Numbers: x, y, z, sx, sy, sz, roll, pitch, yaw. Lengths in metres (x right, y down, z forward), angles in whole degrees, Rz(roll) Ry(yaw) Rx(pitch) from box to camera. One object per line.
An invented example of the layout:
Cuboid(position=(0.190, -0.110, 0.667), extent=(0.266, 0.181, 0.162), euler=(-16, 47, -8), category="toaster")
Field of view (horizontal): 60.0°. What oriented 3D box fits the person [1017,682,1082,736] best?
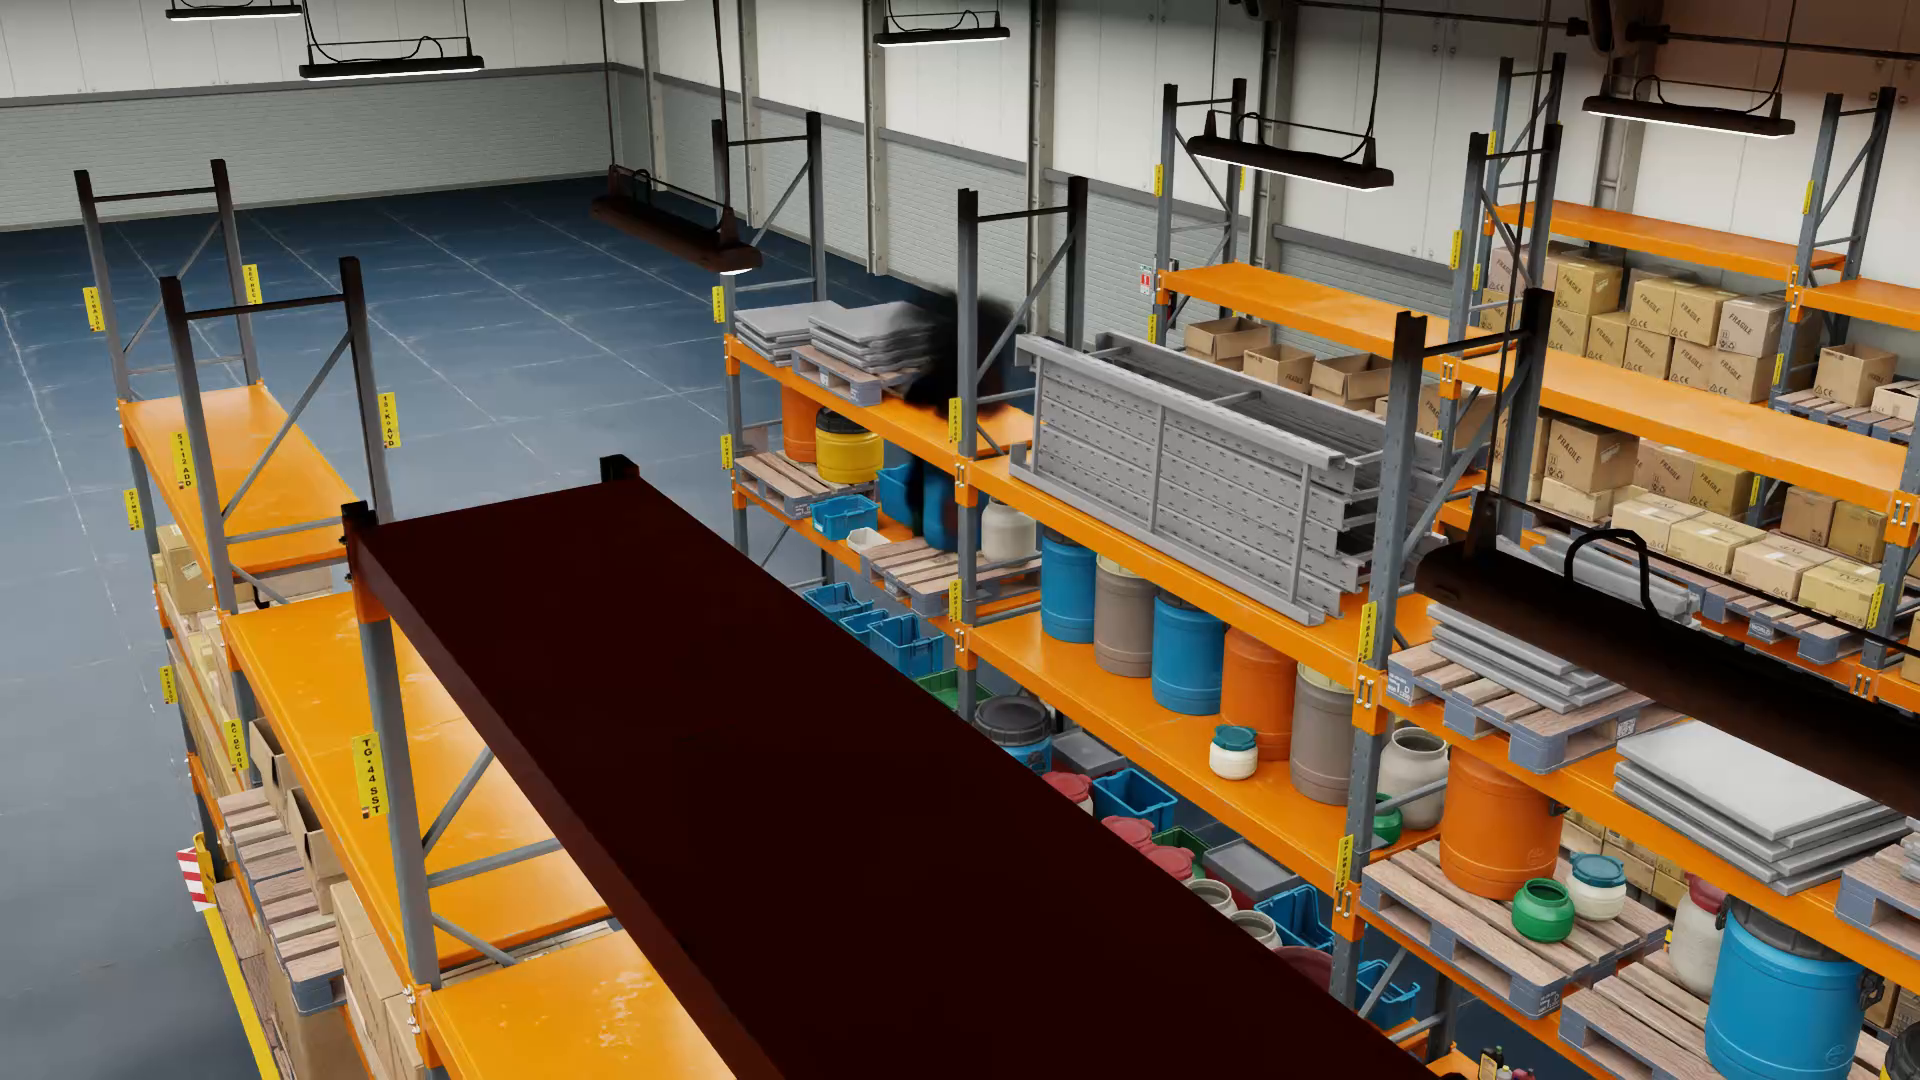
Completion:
Cuboid(position=(1.035, 1.528, 15.346), extent=(0.998, 1.692, 0.458), euler=(3, 22, 8), category="person")
